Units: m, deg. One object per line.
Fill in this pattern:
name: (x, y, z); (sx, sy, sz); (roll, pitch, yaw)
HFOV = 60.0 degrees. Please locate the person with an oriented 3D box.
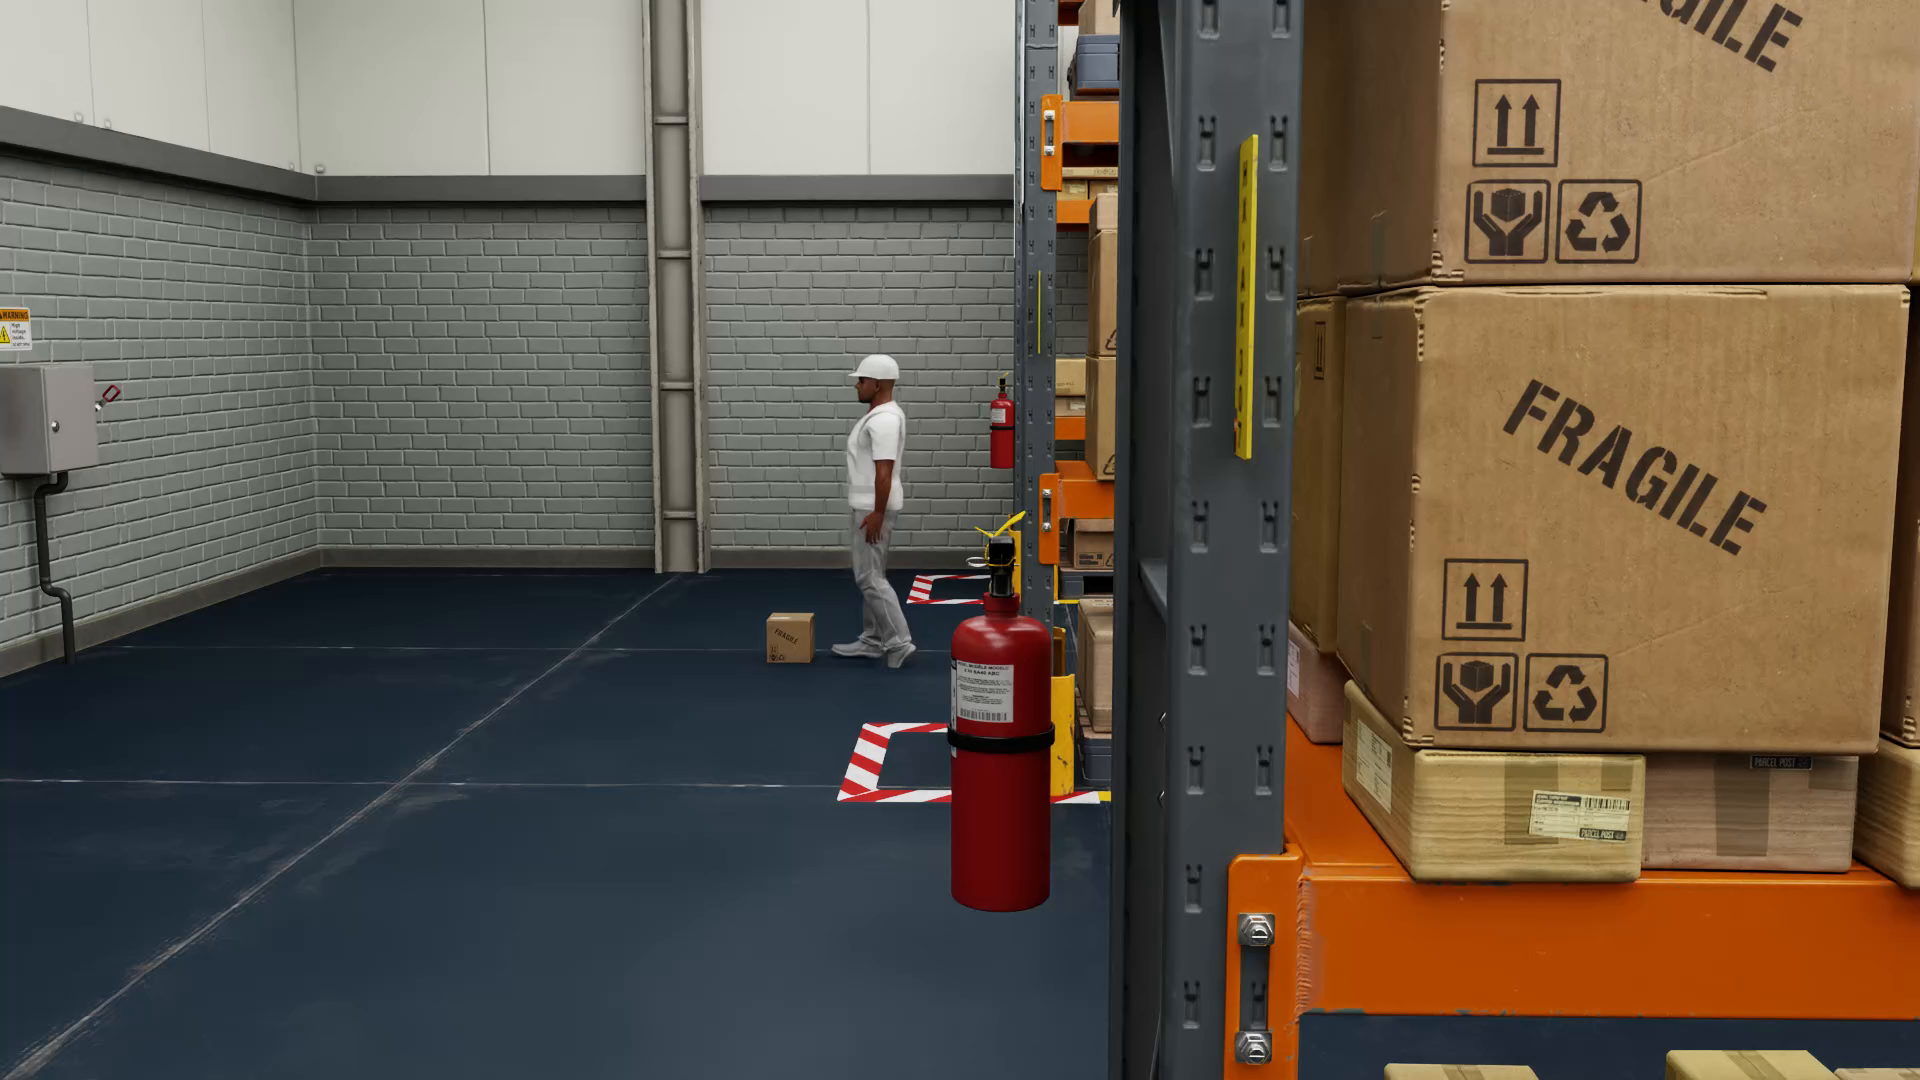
person: (-0.503, -0.147, 9.600); (0.513, 1.835, 0.585); (0, 7, 1)
